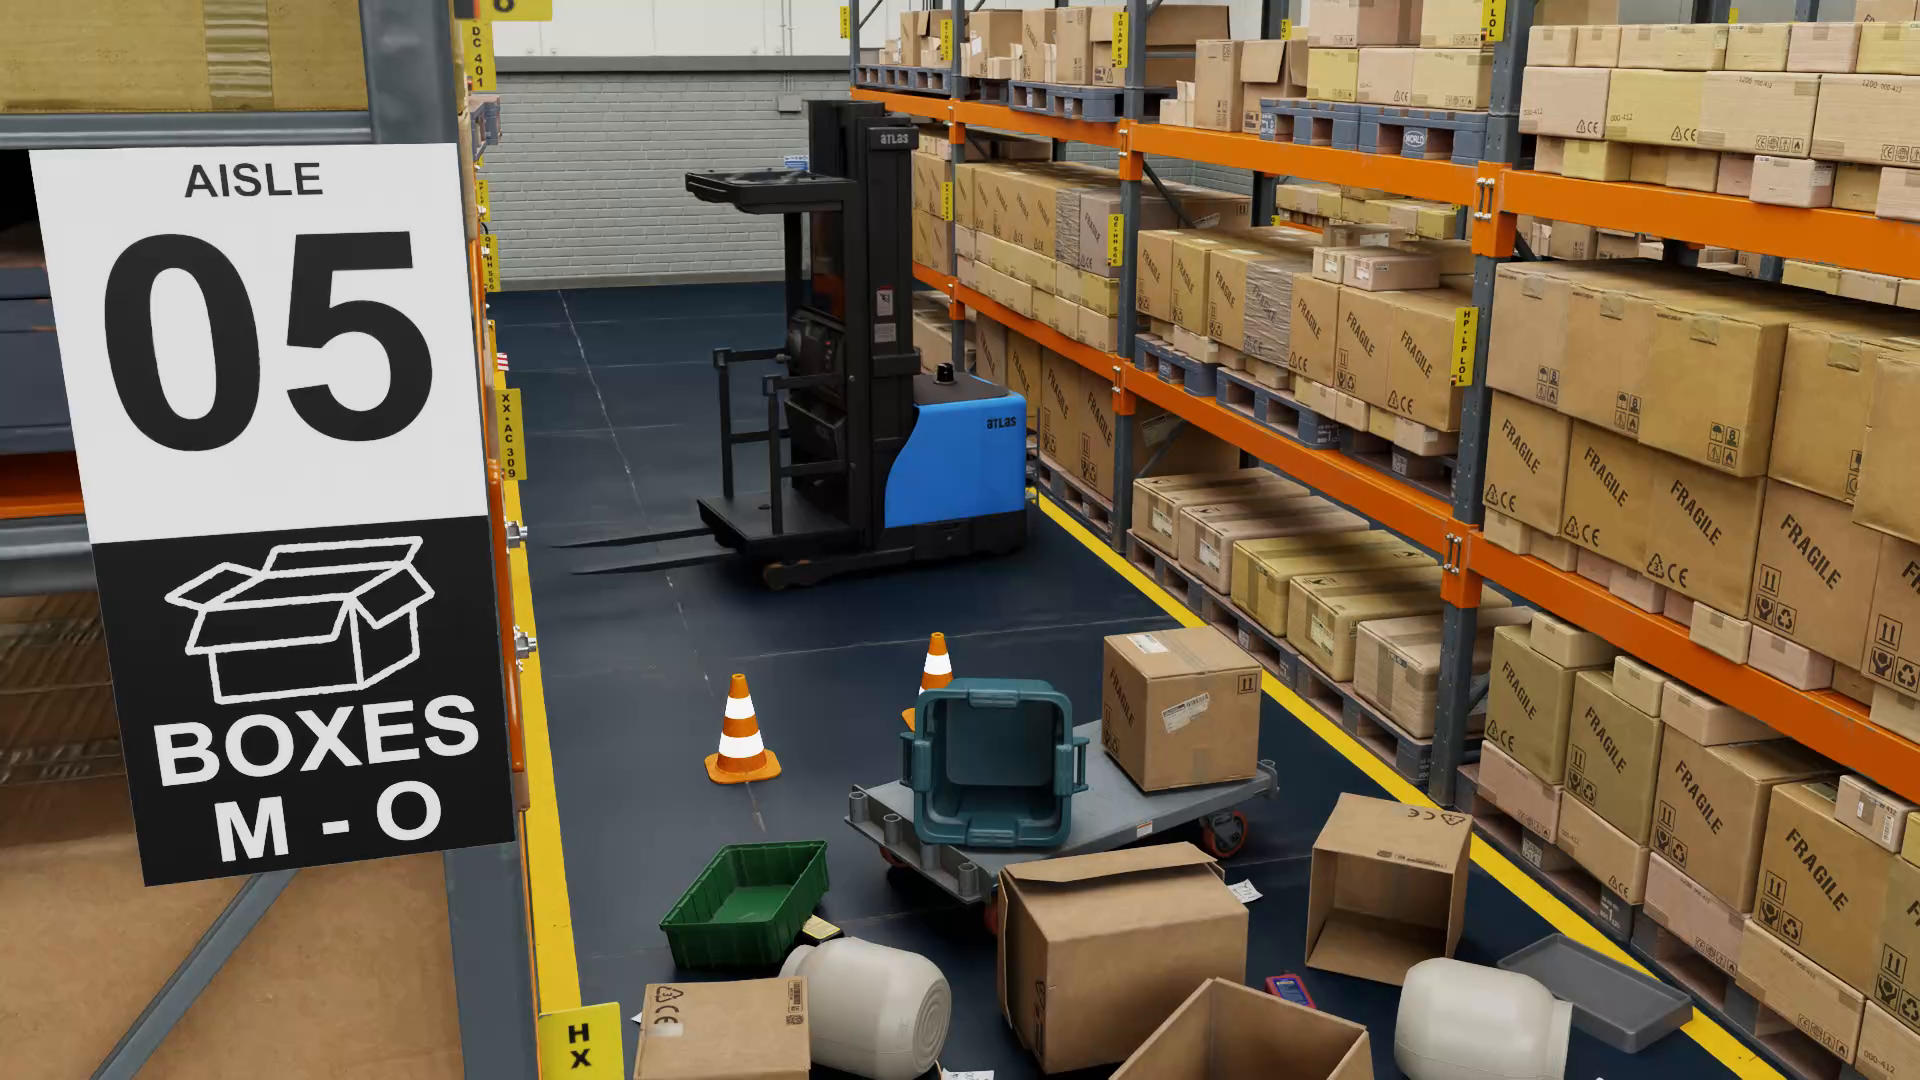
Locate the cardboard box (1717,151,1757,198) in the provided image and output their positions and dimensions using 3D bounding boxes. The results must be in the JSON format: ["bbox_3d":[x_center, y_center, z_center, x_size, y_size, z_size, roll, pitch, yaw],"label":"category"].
[{"bbox_3d":[2.756,-1.216,5.509,0.380,0.149,0.250,-5,18,-17],"label":"cardboard box"}]

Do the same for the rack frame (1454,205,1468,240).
[{"bbox_3d":[5.193,-2.896,15.878,1.000,3.000,0.127,-5,17,-15],"label":"rack frame"}]

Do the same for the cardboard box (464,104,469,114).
[{"bbox_3d":[-0.869,-0.519,2.286,0.380,0.149,0.250,-5,17,-15],"label":"cardboard box"}]

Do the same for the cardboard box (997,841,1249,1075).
[{"bbox_3d":[0.537,1.404,5.667,0.797,0.637,0.503,-5,17,-15],"label":"cardboard box"}]

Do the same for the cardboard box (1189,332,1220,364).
[{"bbox_3d":[1.563,-1.134,9.720,0.380,0.149,0.250,-5,17,-15],"label":"cardboard box"}]

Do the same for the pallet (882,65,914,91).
[{"bbox_3d":[-0.125,-4.460,16.027,1.003,0.211,1.213,-5,17,-15],"label":"pallet"}]

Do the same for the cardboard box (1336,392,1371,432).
[{"bbox_3d":[2.052,-0.633,8.053,0.380,0.149,0.250,-5,17,-16],"label":"cardboard box"}]

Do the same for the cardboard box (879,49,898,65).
[{"bbox_3d":[-0.600,-4.855,16.718,0.380,0.149,0.250,-4,17,-13],"label":"cardboard box"}]

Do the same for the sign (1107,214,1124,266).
[{"bbox_3d":[0.988,-1.905,10.569,0.100,0.325,0.005,-5,17,-15],"label":"sign"}]

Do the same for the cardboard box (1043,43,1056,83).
[{"bbox_3d":[0.806,-3.322,11.588,0.396,0.266,0.258,-5,17,-17],"label":"cardboard box"}]

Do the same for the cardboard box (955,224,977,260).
[{"bbox_3d":[0.271,-2.526,14.038,0.500,0.250,0.500,-5,17,-17],"label":"cardboard box"}]

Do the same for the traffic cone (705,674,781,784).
[{"bbox_3d":[-1.028,0.855,7.802,0.336,0.463,0.334,-5,17,-15],"label":"traffic cone"}]

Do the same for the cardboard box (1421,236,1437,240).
[{"bbox_3d":[4.770,-2.914,16.375,0.380,0.149,0.250,-4,17,-14],"label":"cardboard box"}]

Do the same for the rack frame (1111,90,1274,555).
[{"bbox_3d":[1.521,-1.396,10.884,1.000,3.000,0.127,-5,17,-15],"label":"rack frame"}]

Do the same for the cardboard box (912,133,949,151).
[{"bbox_3d":[-0.260,-3.758,15.710,0.380,0.149,0.250,-5,17,-16],"label":"cardboard box"}]

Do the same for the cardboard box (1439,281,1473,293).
[{"bbox_3d":[2.629,-0.972,8.052,0.500,0.500,0.500,-5,17,-15],"label":"cardboard box"}]

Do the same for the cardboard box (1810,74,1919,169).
[{"bbox_3d":[2.894,-1.232,4.870,0.500,0.250,0.500,-5,17,-15],"label":"cardboard box"}]

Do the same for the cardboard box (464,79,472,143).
[{"bbox_3d":[-1.352,-1.008,3.911,0.380,0.149,0.250,-5,17,-16],"label":"cardboard box"}]

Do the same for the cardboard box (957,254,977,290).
[{"bbox_3d":[0.289,-2.288,14.115,0.500,0.250,0.500,-5,17,-17],"label":"cardboard box"}]

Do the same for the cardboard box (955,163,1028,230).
[{"bbox_3d":[0.266,-2.884,13.929,0.500,0.500,0.500,-4,17,-15],"label":"cardboard box"}]

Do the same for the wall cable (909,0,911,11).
[{"bbox_3d":[-1.788,-8.092,22.747,2.355,3.000,0.029,-5,17,-15],"label":"wall cable"}]

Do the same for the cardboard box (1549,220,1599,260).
[{"bbox_3d":[5.469,-2.633,14.099,0.700,0.500,0.500,-5,17,-16],"label":"cardboard box"}]

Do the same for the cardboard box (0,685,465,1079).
[{"bbox_3d":[-1.077,0.542,2.297,0.875,0.550,0.550,-5,17,-15],"label":"cardboard box"}]

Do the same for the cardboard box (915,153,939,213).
[{"bbox_3d":[-0.105,-3.279,15.241,0.500,0.500,0.500,-5,17,-16],"label":"cardboard box"}]

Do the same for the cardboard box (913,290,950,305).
[{"bbox_3d":[-0.400,-2.408,17.978,0.875,0.438,0.875,-5,18,-17],"label":"cardboard box"}]

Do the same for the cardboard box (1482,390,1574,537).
[{"bbox_3d":[2.473,-0.336,6.665,0.500,0.500,0.500,-5,17,-15],"label":"cardboard box"}]

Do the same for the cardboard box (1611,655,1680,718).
[{"bbox_3d":[2.642,0.523,6.117,0.380,0.149,0.250,-4,17,-13],"label":"cardboard box"}]

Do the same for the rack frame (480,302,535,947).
[{"bbox_3d":[-2.112,0.130,5.805,1.000,3.000,0.127,-5,17,-15],"label":"rack frame"}]

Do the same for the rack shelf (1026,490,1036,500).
[{"bbox_3d":[0.394,-0.287,11.584,0.258,0.077,0.200,-8,19,-25],"label":"rack shelf"}]

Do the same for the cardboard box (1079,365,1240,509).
[{"bbox_3d":[1.411,-0.777,11.788,0.875,0.875,0.875,-5,17,-16],"label":"cardboard box"}]

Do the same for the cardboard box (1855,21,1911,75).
[{"bbox_3d":[2.900,-1.451,4.905,0.380,0.149,0.250,-4,17,-14],"label":"cardboard box"}]

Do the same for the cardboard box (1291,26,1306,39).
[{"bbox_3d":[3.974,-5.606,18.562,0.500,0.250,0.500,-5,17,-16],"label":"cardboard box"}]

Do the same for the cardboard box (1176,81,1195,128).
[{"bbox_3d":[1.514,-2.597,9.902,0.396,0.266,0.258,-5,17,-15],"label":"cardboard box"}]

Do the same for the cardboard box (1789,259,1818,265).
[{"bbox_3d":[6.097,-2.036,11.716,0.380,0.149,0.250,-4,17,-14],"label":"cardboard box"}]

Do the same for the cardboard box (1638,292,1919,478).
[{"bbox_3d":[2.764,-0.536,5.592,0.700,0.500,0.500,-5,17,-16],"label":"cardboard box"}]

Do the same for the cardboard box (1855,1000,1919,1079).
[{"bbox_3d":[3.104,1.587,5.005,0.500,0.250,0.500,-5,17,-15],"label":"cardboard box"}]

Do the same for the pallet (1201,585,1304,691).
[{"bbox_3d":[2.066,0.493,9.444,1.003,0.211,1.213,-5,17,-15],"label":"pallet"}]

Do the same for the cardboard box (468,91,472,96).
[{"bbox_3d":[-2.464,-2.251,7.441,0.500,0.500,0.500,-5,17,-15],"label":"cardboard box"}]

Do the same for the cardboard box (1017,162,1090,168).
[{"bbox_3d":[0.786,-2.925,14.064,0.500,0.500,0.500,-4,17,-13],"label":"cardboard box"}]

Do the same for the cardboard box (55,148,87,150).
[{"bbox_3d":[-1.709,-0.676,2.806,0.380,0.149,0.250,-5,17,-16],"label":"cardboard box"}]

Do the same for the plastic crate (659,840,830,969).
[{"bbox_3d":[-0.804,1.394,6.386,0.450,0.188,0.662,-6,15,16],"label":"plastic crate"}]

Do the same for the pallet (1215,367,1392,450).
[{"bbox_3d":[2.104,-0.760,9.100,1.003,0.211,1.213,-5,17,-15],"label":"pallet"}]

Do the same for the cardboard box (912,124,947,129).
[{"bbox_3d":[-0.294,-4.294,17.494,0.380,0.149,0.250,-4,17,-14],"label":"cardboard box"}]

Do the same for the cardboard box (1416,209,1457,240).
[{"bbox_3d":[4.819,-3.088,16.261,0.500,0.250,0.500,-4,17,-14],"label":"cardboard box"}]

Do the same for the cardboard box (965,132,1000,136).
[{"bbox_3d":[0.185,-3.797,15.838,0.380,0.149,0.250,-5,17,-15],"label":"cardboard box"}]

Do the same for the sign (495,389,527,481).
[{"bbox_3d":[-1.578,-0.367,5.817,0.100,0.325,0.005,-5,17,-15],"label":"sign"}]

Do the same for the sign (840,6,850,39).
[{"bbox_3d":[-1.213,-5.459,17.542,0.100,0.325,0.005,-5,17,-15],"label":"sign"}]

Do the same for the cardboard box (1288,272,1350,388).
[{"bbox_3d":[1.999,-1.071,8.381,0.500,0.500,0.500,-4,17,-13],"label":"cardboard box"}]

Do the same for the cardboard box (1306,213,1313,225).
[{"bbox_3d":[4.140,-3.632,18.767,0.380,0.149,0.250,-5,17,-16],"label":"cardboard box"}]

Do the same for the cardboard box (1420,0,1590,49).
[{"bbox_3d":[2.338,-2.245,7.159,0.500,0.250,0.500,-4,17,-14],"label":"cardboard box"}]

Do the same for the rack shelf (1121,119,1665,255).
[{"bbox_3d":[2.070,-1.935,8.715,1.077,0.370,4.000,-5,17,-15],"label":"rack shelf"}]

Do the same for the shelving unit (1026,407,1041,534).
[{"bbox_3d":[0.394,-0.491,11.522,0.258,0.900,0.210,-8,19,-25],"label":"shelving unit"}]

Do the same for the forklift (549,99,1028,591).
[{"bbox_3d":[-1.106,-1.260,10.553,3.031,2.935,1.130,-8,18,-24],"label":"forklift"}]

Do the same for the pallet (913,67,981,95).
[{"bbox_3d":[0.207,-4.123,14.905,1.003,0.211,1.213,-5,17,-15],"label":"pallet"}]

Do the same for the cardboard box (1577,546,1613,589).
[{"bbox_3d":[2.620,0.080,6.407,0.380,0.149,0.250,-5,17,-16],"label":"cardboard box"}]
